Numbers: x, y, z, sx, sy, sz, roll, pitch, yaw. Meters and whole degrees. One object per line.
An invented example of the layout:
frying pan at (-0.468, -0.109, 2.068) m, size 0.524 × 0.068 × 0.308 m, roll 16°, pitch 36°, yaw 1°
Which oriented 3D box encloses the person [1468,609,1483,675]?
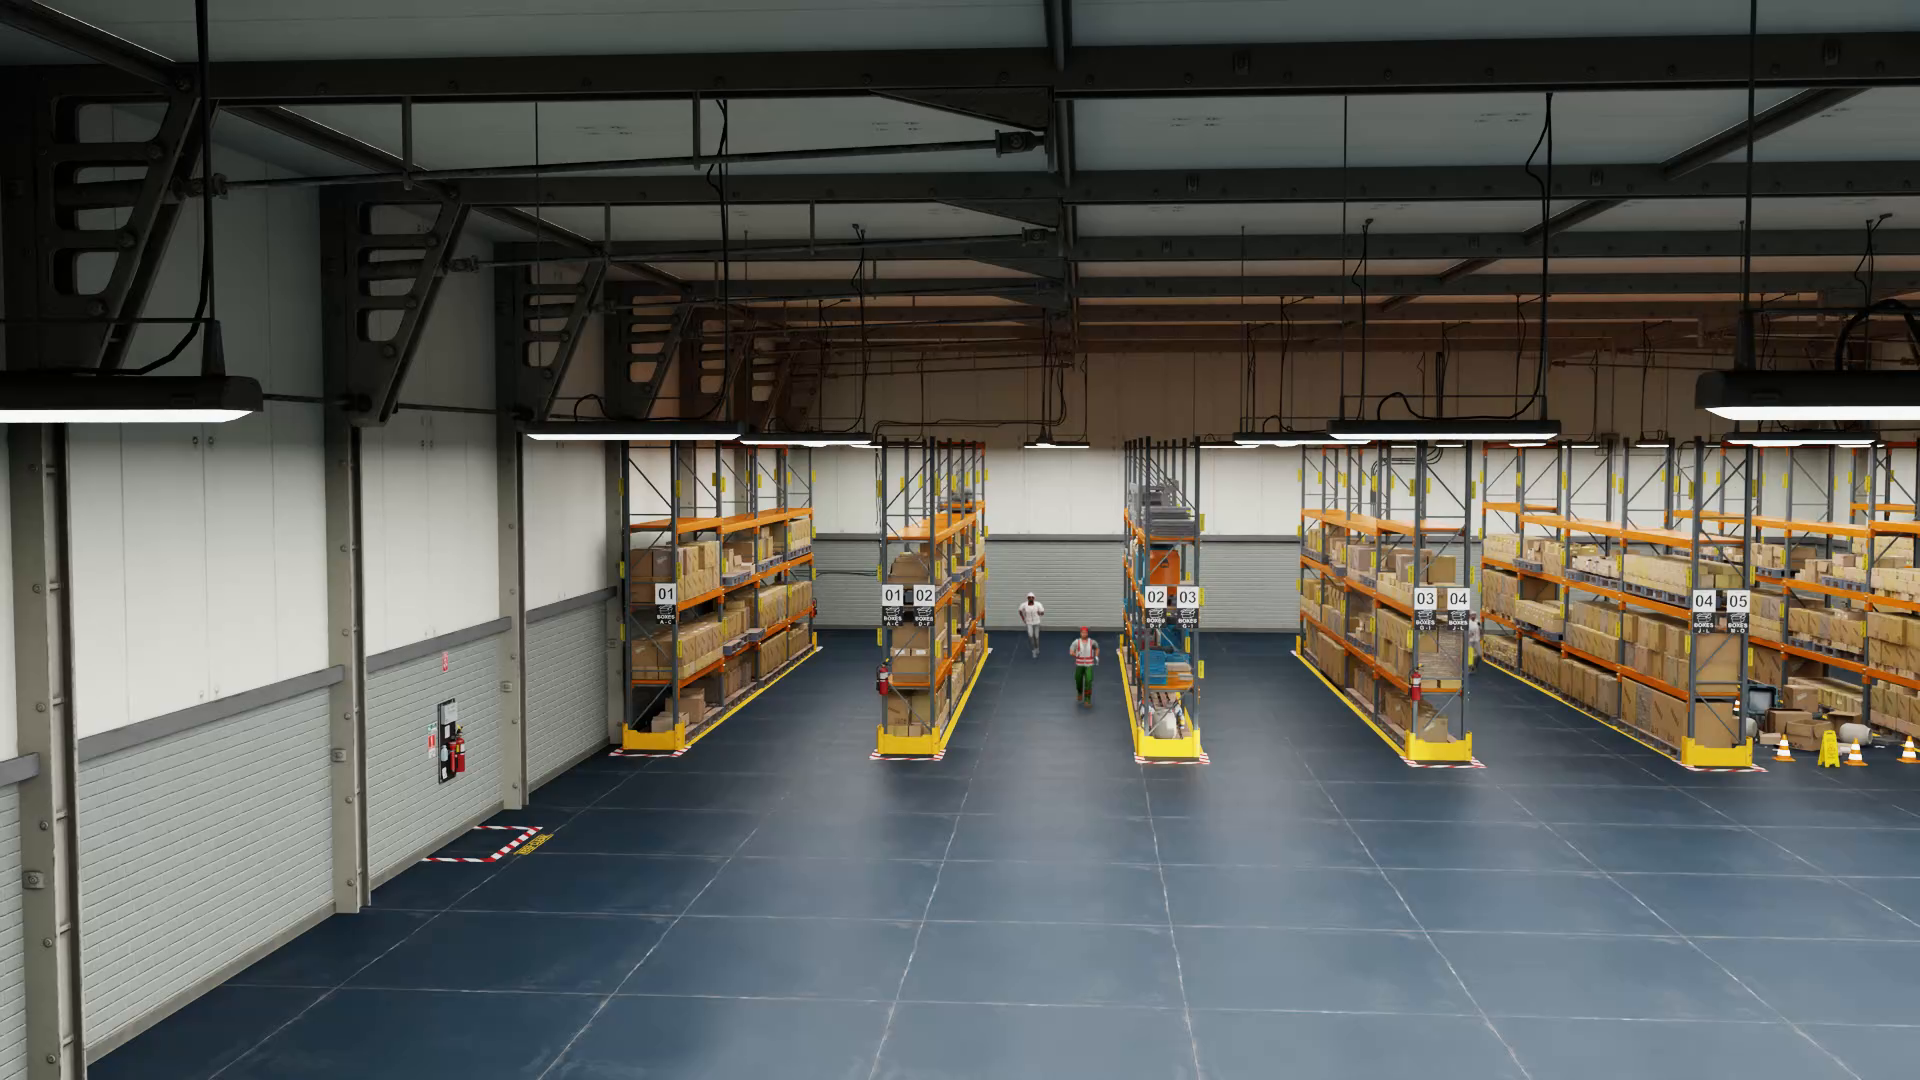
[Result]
person at (13.152, 2.610, 42.524) m, size 0.560 × 1.685 × 0.605 m, roll 0°, pitch 3°, yaw 1°

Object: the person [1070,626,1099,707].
person at (2.788, 2.816, 37.268) m, size 0.667 × 1.764 × 0.976 m, roll 0°, pitch 3°, yaw 3°

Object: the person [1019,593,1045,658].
person at (2.010, 2.369, 46.360) m, size 0.695 × 1.823 × 0.776 m, roll 0°, pitch 3°, yaw -3°
